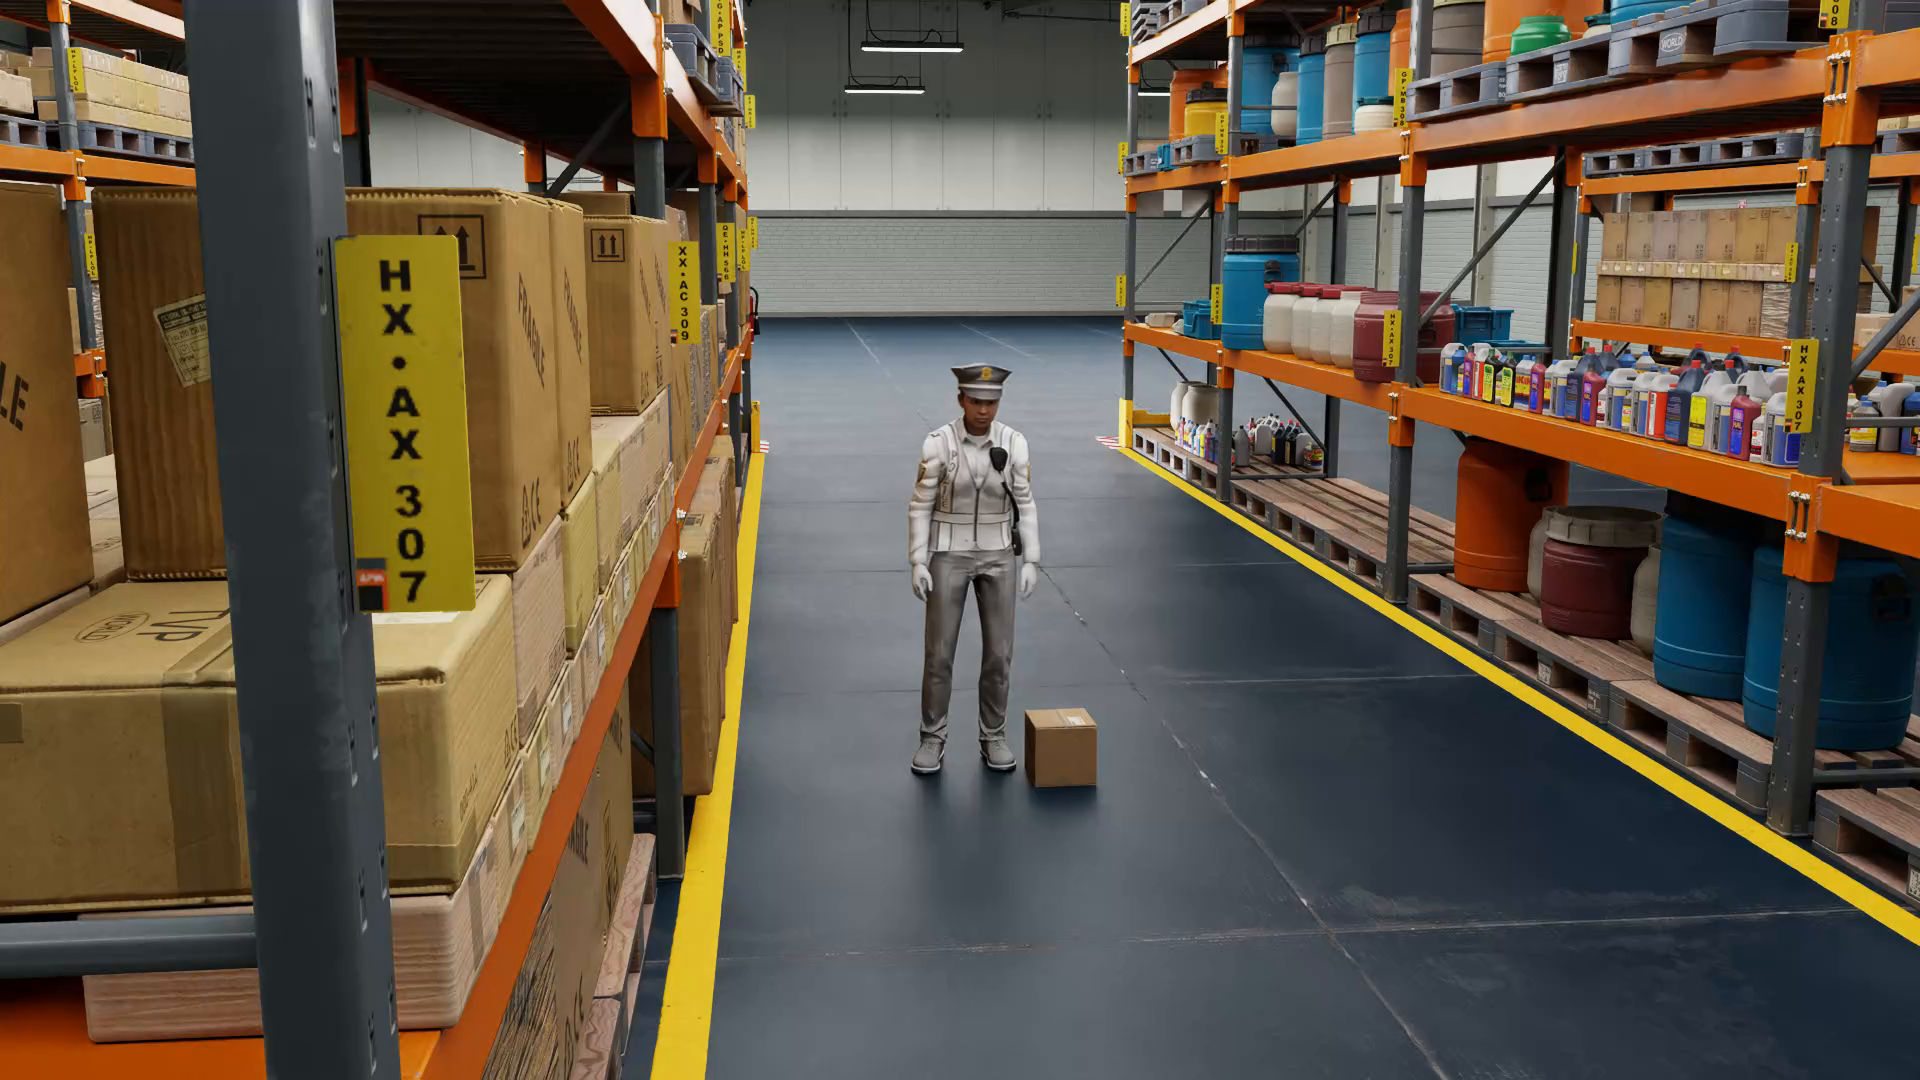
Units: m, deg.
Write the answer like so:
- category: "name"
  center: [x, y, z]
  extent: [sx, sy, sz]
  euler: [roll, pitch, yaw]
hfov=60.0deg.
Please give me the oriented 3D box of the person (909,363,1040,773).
- category: "person"
  center: [0.059, 0.107, 6.793]
  extent: [0.541, 1.664, 0.374]
  euler: [-1, 10, -7]
